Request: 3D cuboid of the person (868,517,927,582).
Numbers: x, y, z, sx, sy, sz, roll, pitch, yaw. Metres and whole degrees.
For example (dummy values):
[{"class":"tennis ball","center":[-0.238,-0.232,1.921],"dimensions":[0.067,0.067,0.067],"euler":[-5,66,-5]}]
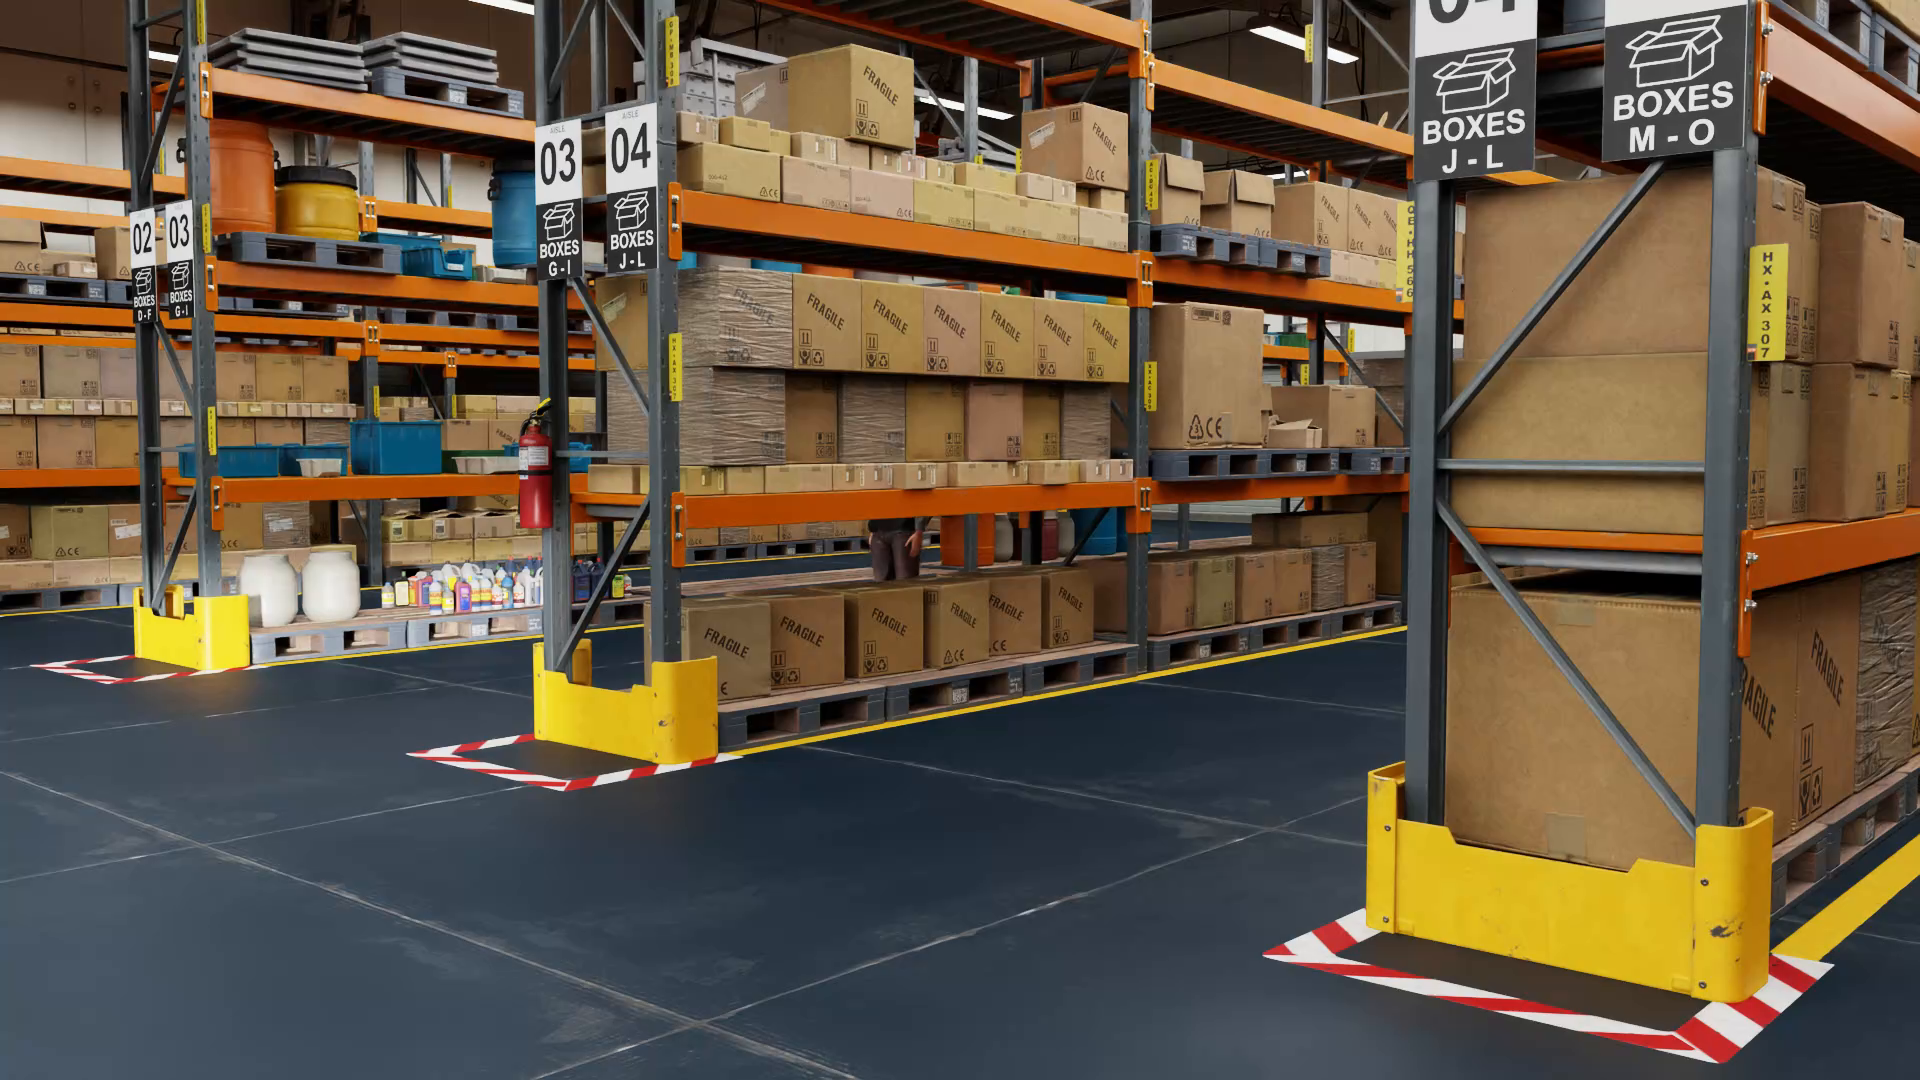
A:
[{"class":"person","center":[-0.468,-0.014,12.293],"dimensions":[0.535,1.740,0.361],"euler":[3,5,42]}]
